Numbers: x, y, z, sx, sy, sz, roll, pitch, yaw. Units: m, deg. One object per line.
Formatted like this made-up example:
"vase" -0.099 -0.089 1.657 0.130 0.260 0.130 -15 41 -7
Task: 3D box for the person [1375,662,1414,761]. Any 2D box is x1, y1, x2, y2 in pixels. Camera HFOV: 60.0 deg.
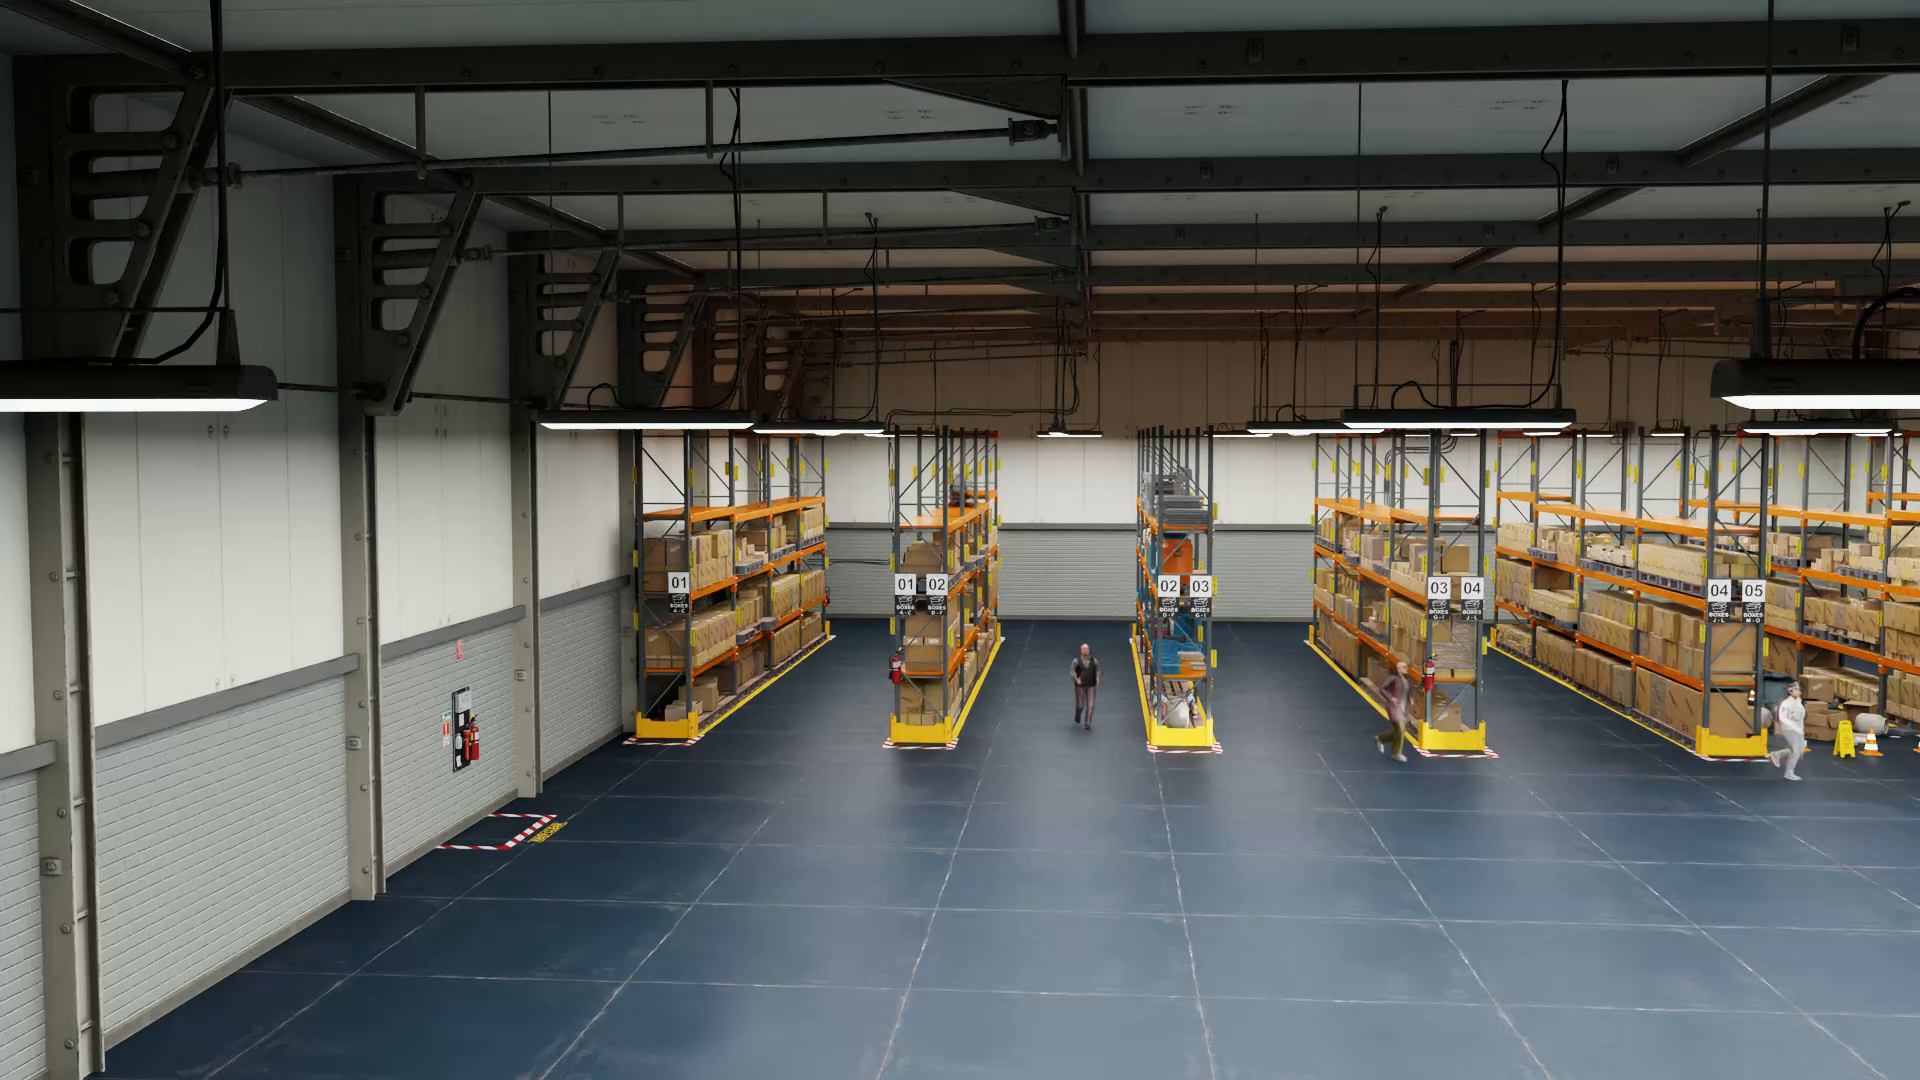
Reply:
"person" 7.891 3.067 30.048 0.755 1.743 0.819 -2 4 -30

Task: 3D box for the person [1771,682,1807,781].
"person" 14.022 3.208 28.114 0.627 1.669 0.631 -2 4 -32

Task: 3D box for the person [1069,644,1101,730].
"person" 2.490 2.904 32.967 0.662 1.672 0.641 0 3 -6

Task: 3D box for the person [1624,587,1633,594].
"person" 19.082 2.041 47.265 0.770 1.725 0.577 1 4 13
